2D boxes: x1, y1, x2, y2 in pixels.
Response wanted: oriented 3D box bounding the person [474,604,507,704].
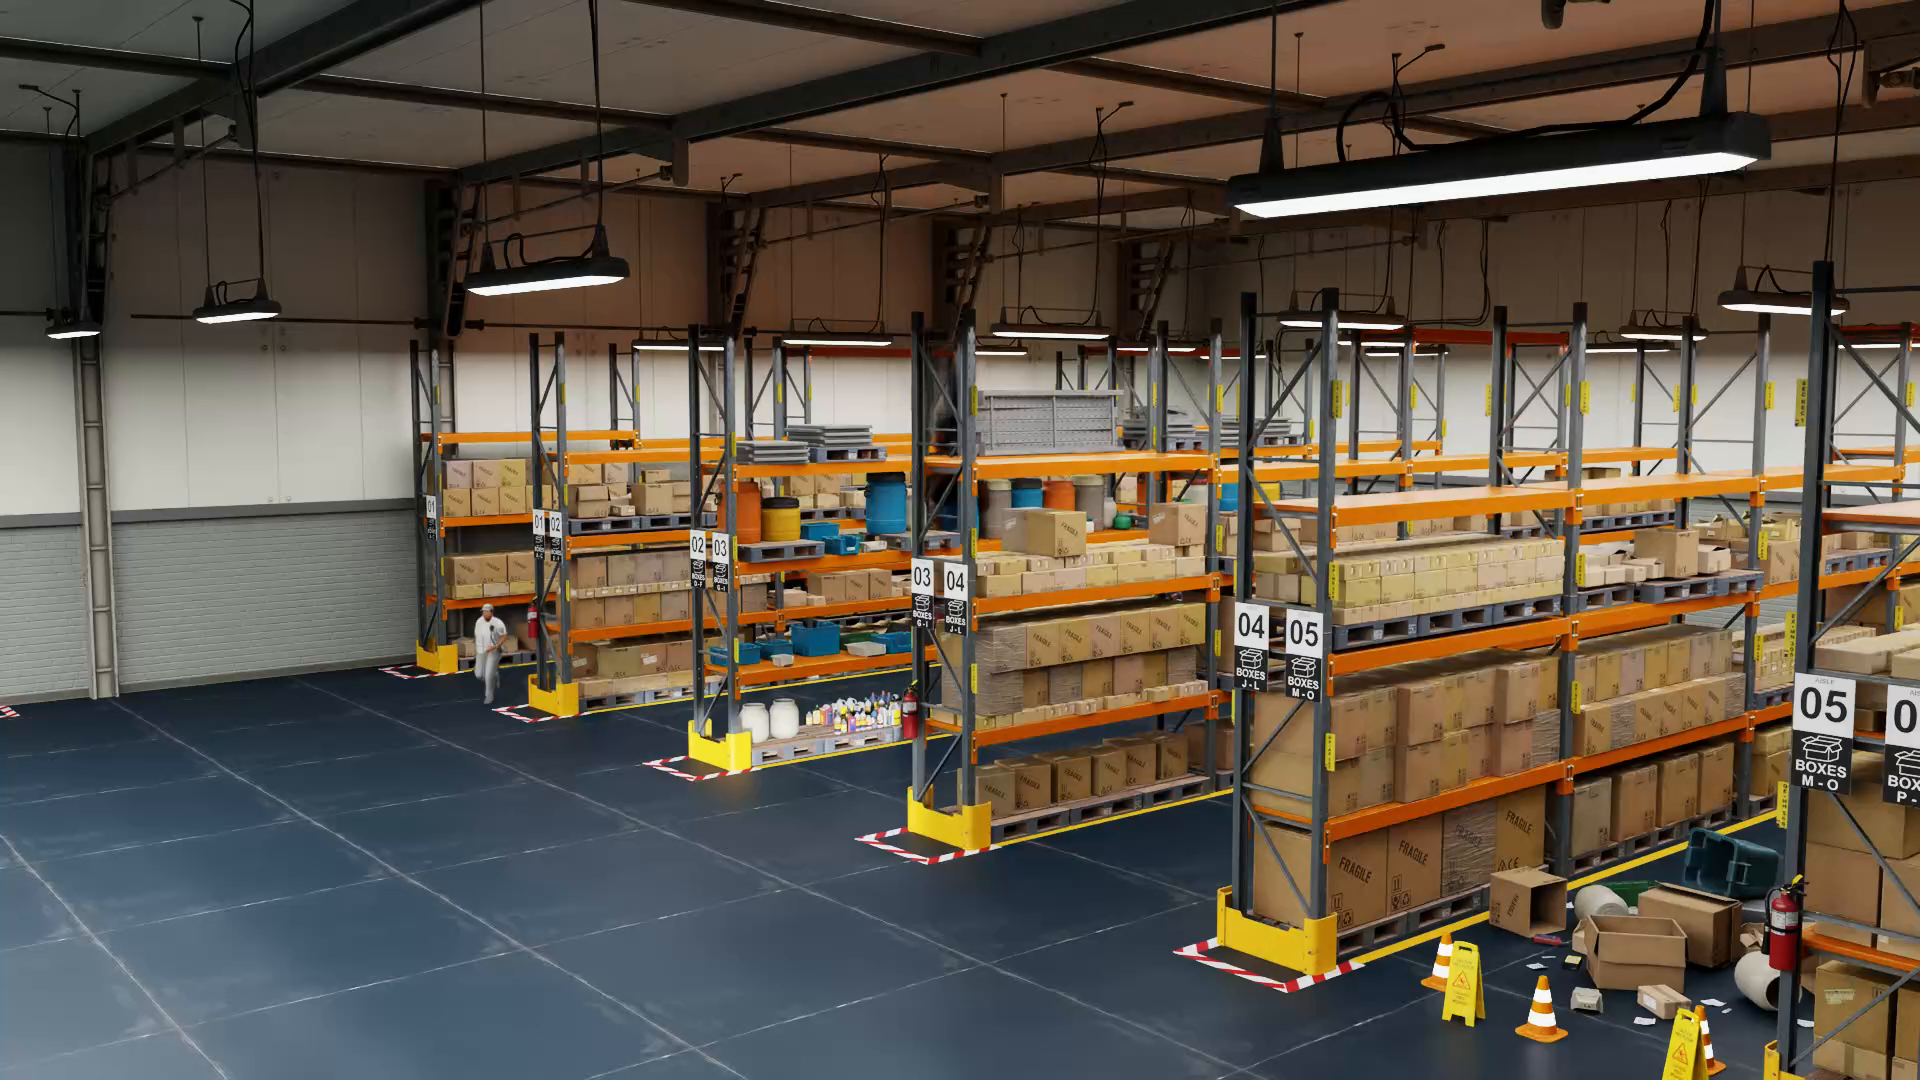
[{"bbox_3d":[-7.698,1.852,27.258,0.629,1.624,0.587,1,5,15],"label":"person"}]
